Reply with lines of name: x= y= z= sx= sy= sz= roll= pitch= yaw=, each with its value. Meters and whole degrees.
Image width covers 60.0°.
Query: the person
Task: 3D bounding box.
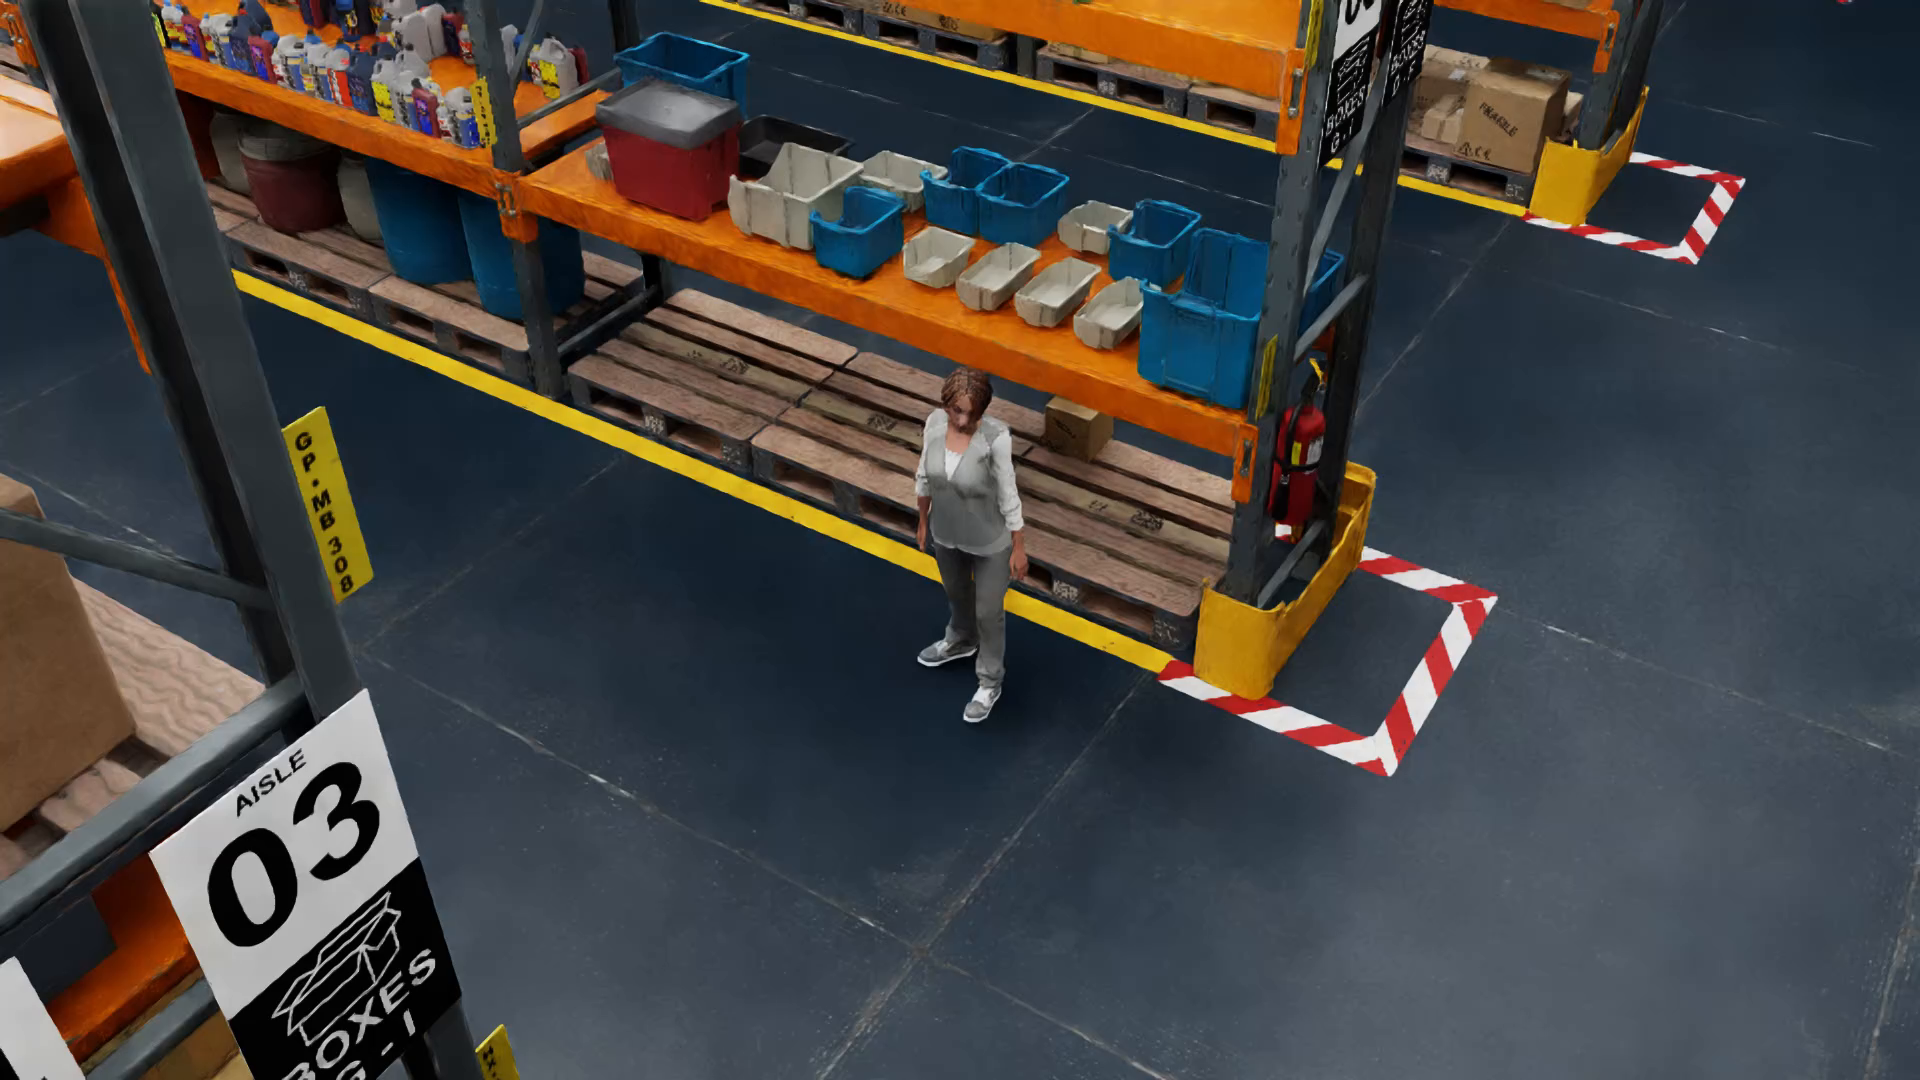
person: x=0.028 y=0.003 z=6.645 sx=0.523 sy=1.594 sz=0.453 roll=21 pitch=43 yaw=24
